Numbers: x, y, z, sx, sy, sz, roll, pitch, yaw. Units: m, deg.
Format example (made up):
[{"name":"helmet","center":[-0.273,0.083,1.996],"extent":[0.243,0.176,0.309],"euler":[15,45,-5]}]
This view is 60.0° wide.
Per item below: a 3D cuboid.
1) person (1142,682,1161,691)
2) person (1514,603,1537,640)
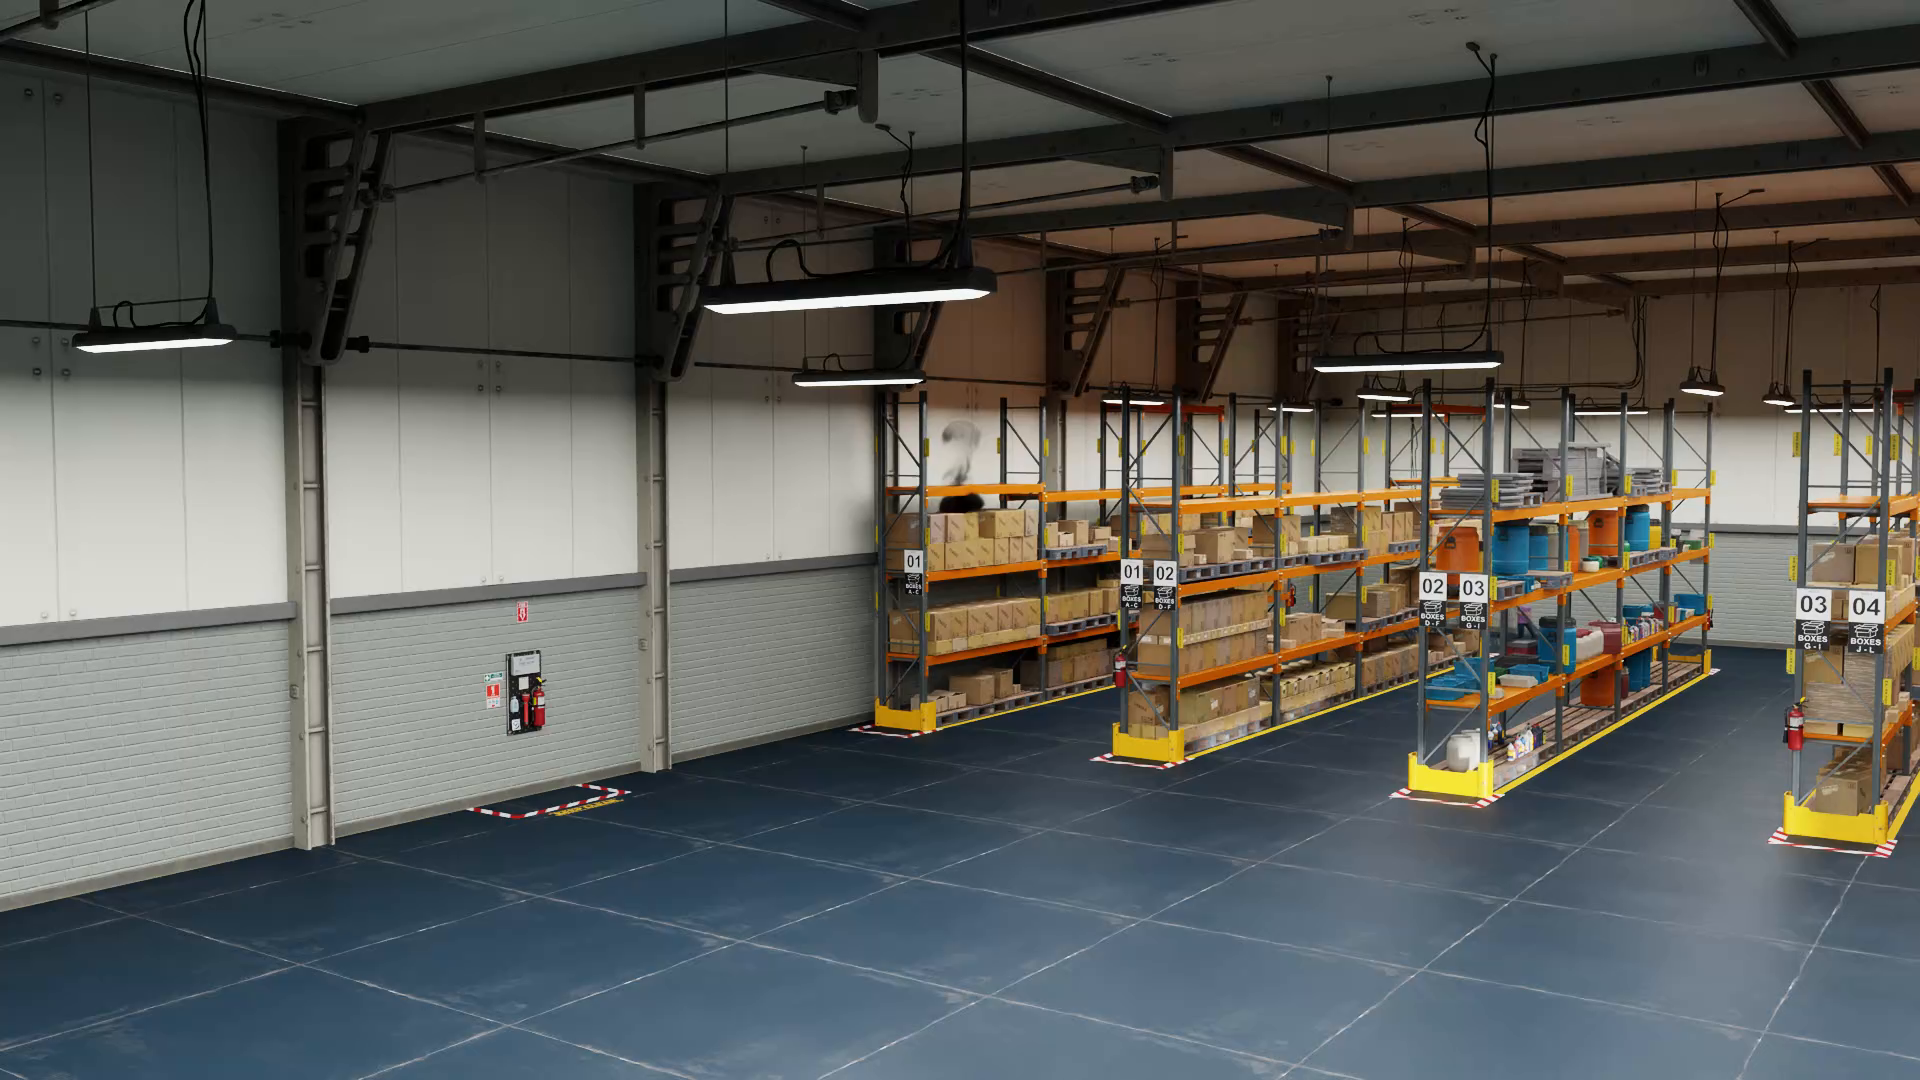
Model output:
[{"name":"person","center":[3.639,2.412,31.115],"extent":[0.711,1.765,0.880],"euler":[2,4,34]},{"name":"person","center":[13.554,1.990,39.985],"extent":[0.553,1.590,0.888],"euler":[-1,3,-21]}]
